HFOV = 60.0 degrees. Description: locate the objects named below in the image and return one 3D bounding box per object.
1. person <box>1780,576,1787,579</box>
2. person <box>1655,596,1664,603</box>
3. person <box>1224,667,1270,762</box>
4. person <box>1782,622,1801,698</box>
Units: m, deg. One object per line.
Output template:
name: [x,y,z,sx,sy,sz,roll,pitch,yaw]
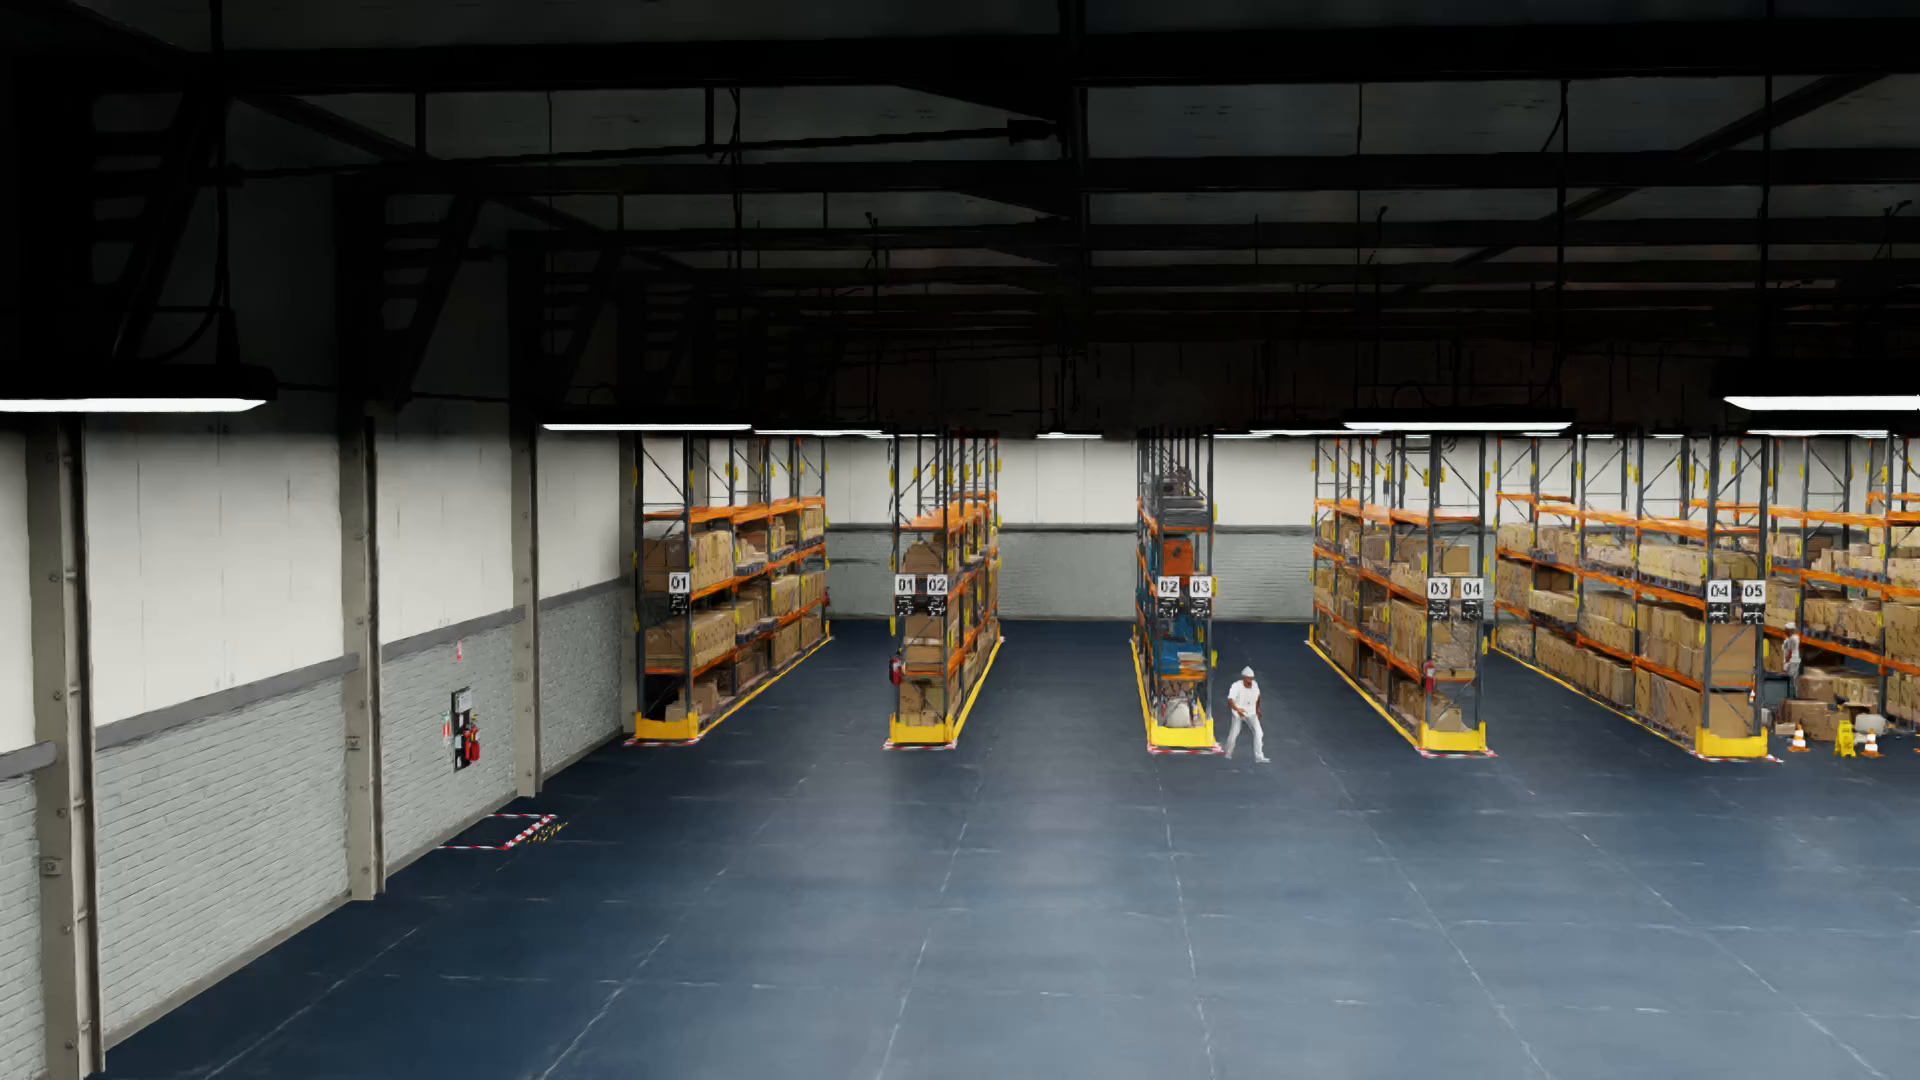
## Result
person: [24.100,1.928,48.556,0.655,1.769,0.607,-3,4,-38]
person: [18.335,2.249,43.568,0.467,1.749,0.552,1,4,16]
person: [5.058,3.090,29.575,0.708,1.702,0.843,-1,4,-12]
person: [17.950,2.651,36.019,0.594,1.782,0.678,2,4,30]
